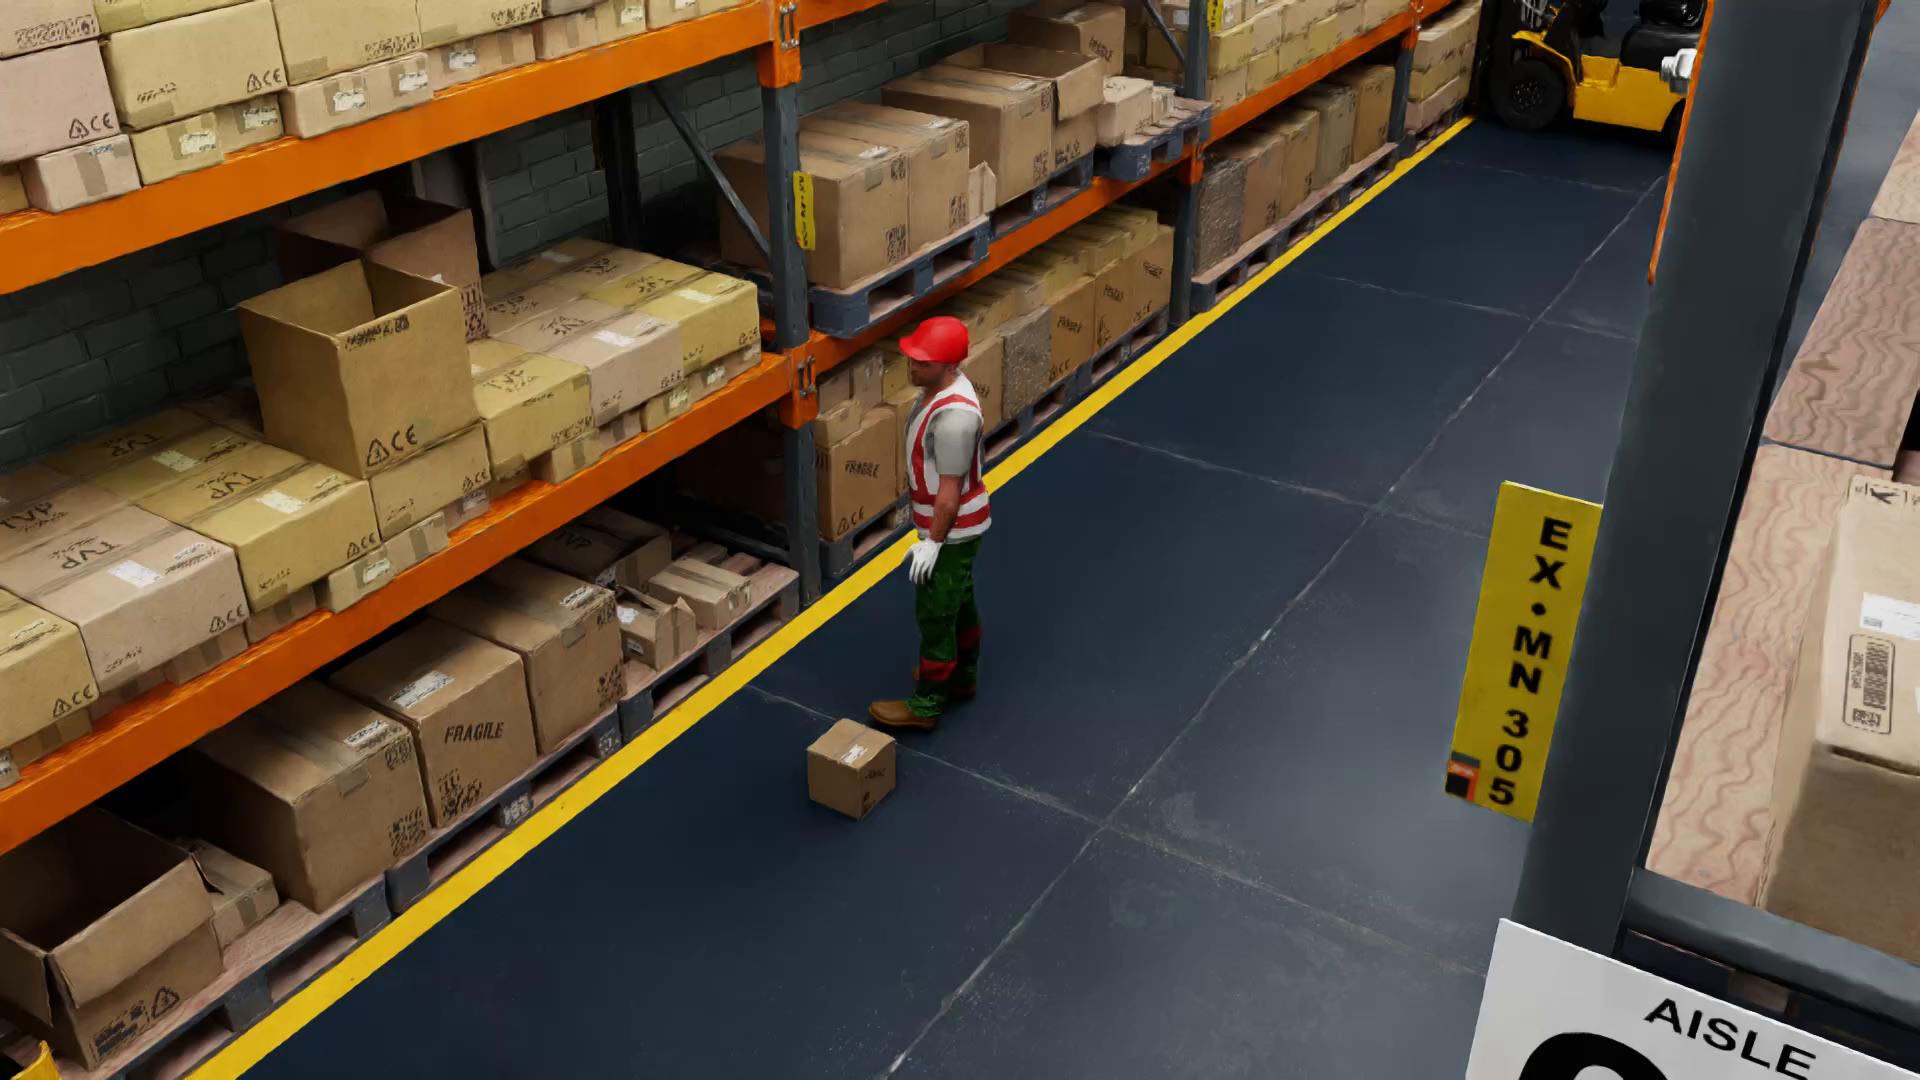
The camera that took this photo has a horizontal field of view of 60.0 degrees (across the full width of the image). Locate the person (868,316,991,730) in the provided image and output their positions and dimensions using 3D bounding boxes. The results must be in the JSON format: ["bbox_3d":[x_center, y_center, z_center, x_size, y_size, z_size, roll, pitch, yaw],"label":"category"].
[{"bbox_3d":[-0.142,-0.076,6.686,0.512,1.794,0.621,-3,30,-4],"label":"person"}]
